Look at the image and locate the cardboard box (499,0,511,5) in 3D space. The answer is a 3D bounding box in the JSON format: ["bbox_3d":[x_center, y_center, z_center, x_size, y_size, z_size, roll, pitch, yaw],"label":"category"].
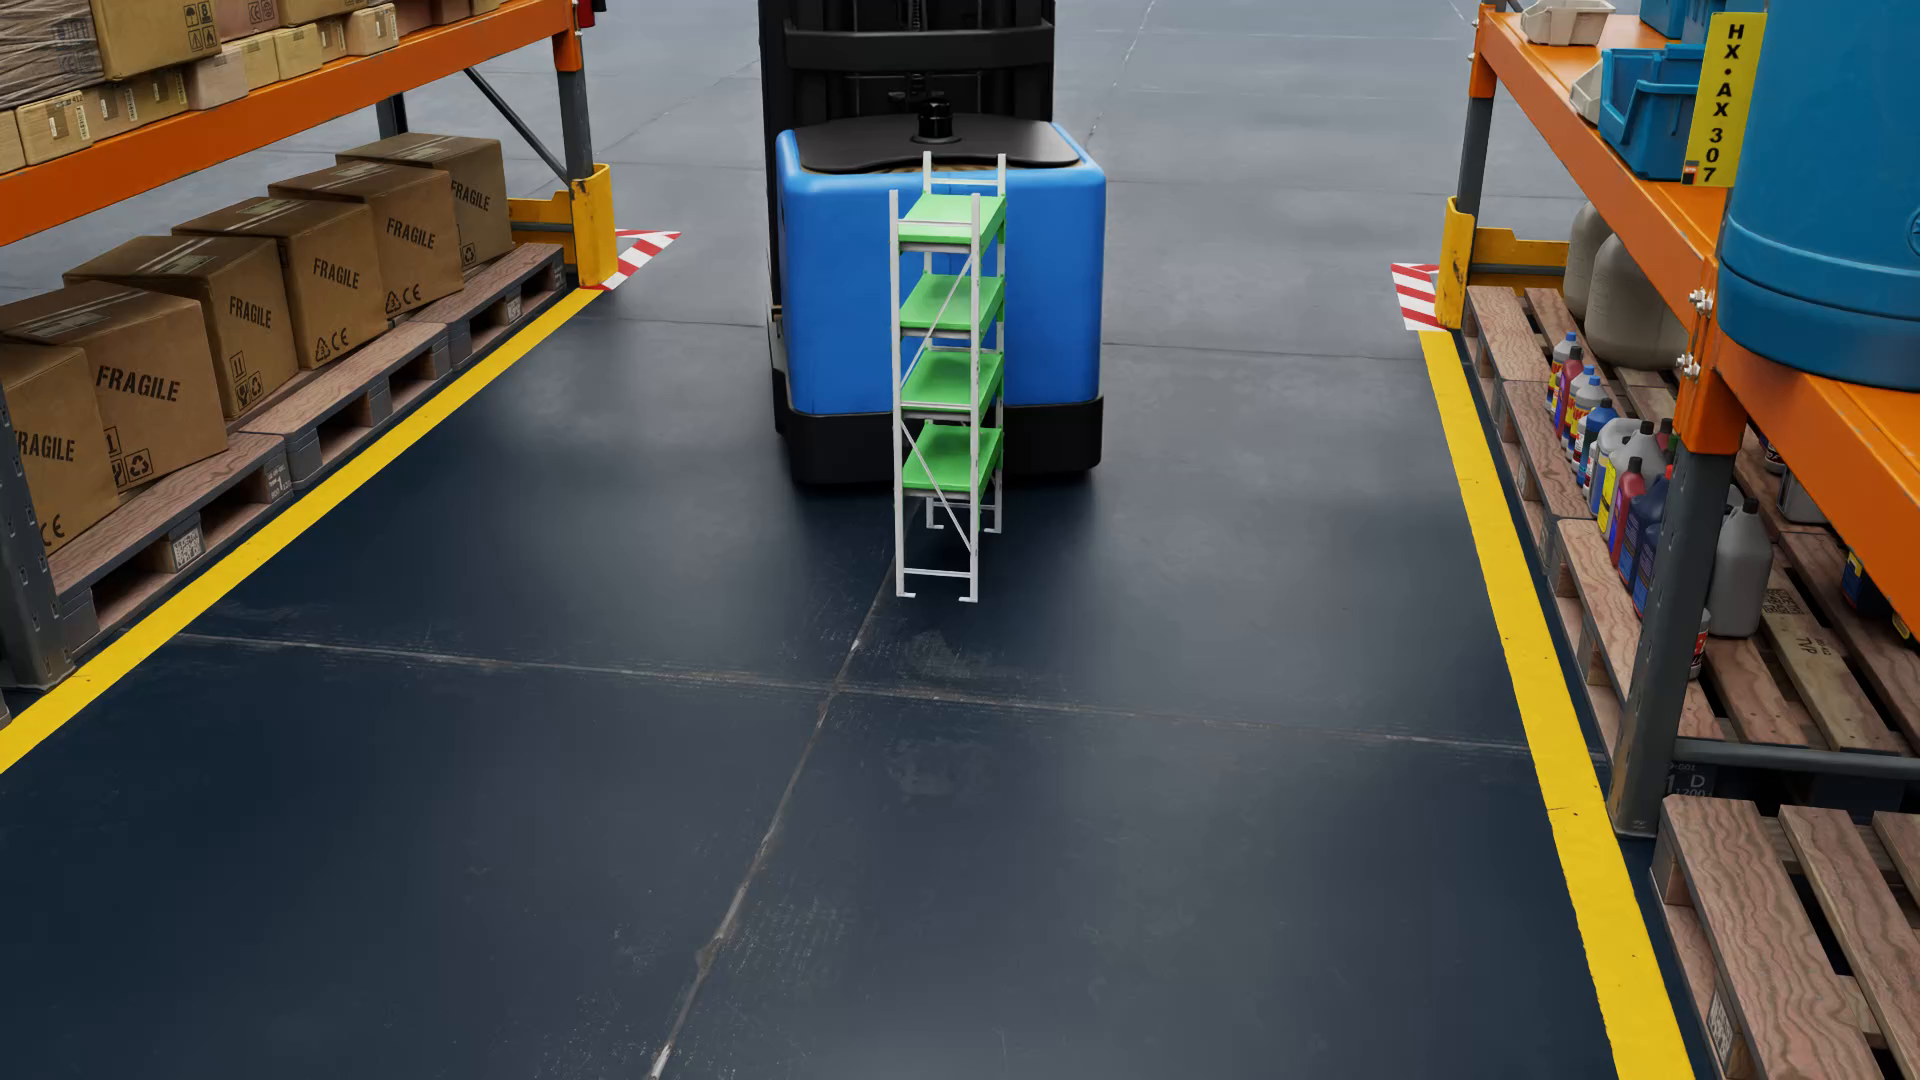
[{"bbox_3d":[-2.118,-2.334,6.994,0.380,0.149,0.250,4,25,9],"label":"cardboard box"}]

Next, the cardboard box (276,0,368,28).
[{"bbox_3d":[-2.531,-2.006,5.528,0.875,0.500,0.500,4,25,9],"label":"cardboard box"}]

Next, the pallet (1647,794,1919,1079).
[{"bbox_3d":[1.909,0.924,3.026,1.003,0.211,1.213,4,25,9],"label":"pallet"}]

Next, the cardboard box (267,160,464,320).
[{"bbox_3d":[-2.416,-1.231,6.796,0.500,0.500,0.500,11,27,22],"label":"cardboard box"}]

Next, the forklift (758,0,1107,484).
[{"bbox_3d":[-0.228,-2.106,6.291,1.130,2.935,3.031,-3,25,-7],"label":"forklift"}]

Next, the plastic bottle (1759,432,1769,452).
[{"bbox_3d":[2.612,-0.417,5.287,0.061,0.283,0.133,4,25,9],"label":"plastic bottle"}]

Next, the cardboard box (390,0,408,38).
[{"bbox_3d":[-2.265,-1.914,6.098,0.380,0.149,0.250,4,25,9],"label":"cardboard box"}]

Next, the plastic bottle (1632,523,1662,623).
[{"bbox_3d":[1.820,0.042,4.229,0.144,0.351,0.185,3,25,7],"label":"plastic bottle"}]

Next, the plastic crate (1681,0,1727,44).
[{"bbox_3d":[2.754,-1.774,5.677,0.499,0.251,0.408,4,25,9],"label":"plastic crate"}]

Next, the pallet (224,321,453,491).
[{"bbox_3d":[-2.615,-0.545,6.165,1.003,0.211,1.213,4,25,9],"label":"pallet"}]

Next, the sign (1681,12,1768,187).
[{"bbox_3d":[1.458,-0.838,3.175,0.100,0.325,0.005,4,25,9],"label":"sign"}]

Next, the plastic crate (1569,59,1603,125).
[{"bbox_3d":[2.015,-1.247,4.686,0.530,0.136,0.437,4,25,9],"label":"plastic crate"}]

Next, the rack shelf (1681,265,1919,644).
[{"bbox_3d":[1.672,0.493,1.508,1.077,0.370,4.000,4,25,9],"label":"rack shelf"}]

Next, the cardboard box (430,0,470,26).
[{"bbox_3d":[-2.164,-2.122,6.542,0.380,0.149,0.250,4,25,9],"label":"cardboard box"}]

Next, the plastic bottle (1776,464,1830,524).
[{"bbox_3d":[2.490,-0.201,4.834,0.152,0.276,0.135,4,25,9],"label":"plastic bottle"}]

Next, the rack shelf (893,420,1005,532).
[{"bbox_3d":[-0.027,-0.199,4.977,0.258,0.148,0.480,4,25,9],"label":"rack shelf"}]

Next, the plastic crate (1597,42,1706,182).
[{"bbox_3d":[1.912,-1.084,4.203,0.499,0.251,0.616,4,25,9],"label":"plastic crate"}]

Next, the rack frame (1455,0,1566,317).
[{"bbox_3d":[2.653,-2.343,6.716,1.000,3.000,0.127,4,25,9],"label":"rack frame"}]

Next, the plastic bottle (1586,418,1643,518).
[{"bbox_3d":[1.935,-0.208,4.849,0.152,0.276,0.135,4,25,9],"label":"plastic bottle"}]

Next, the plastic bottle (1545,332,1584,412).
[{"bbox_3d":[2.049,-0.569,5.628,0.097,0.271,0.097,0,25,0],"label":"plastic bottle"}]

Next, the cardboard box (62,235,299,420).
[{"bbox_3d":[-2.672,-0.741,5.747,0.500,0.500,0.500,2,25,4],"label":"cardboard box"}]

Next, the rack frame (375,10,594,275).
[{"bbox_3d":[-2.234,-2.686,7.449,1.000,3.000,0.127,4,25,9],"label":"rack frame"}]

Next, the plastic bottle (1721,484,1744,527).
[{"bbox_3d":[2.002,-0.005,4.416,0.152,0.276,0.135,4,25,9],"label":"plastic bottle"}]

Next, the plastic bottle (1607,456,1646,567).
[{"bbox_3d":[1.837,-0.079,4.566,0.061,0.283,0.133,6,26,12],"label":"plastic bottle"}]

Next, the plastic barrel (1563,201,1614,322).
[{"bbox_3d":[2.621,-1.125,6.555,0.421,0.512,0.421,0,25,0],"label":"plastic barrel"}]

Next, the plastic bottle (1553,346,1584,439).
[{"bbox_3d":[1.994,-0.481,5.425,0.061,0.283,0.133,4,25,9],"label":"plastic bottle"}]

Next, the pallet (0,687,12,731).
[{"bbox_3d":[-3.013,0.576,3.771,1.003,0.211,1.213,4,25,9],"label":"pallet"}]

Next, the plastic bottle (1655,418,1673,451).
[{"bbox_3d":[2.040,-0.204,4.832,0.061,0.283,0.133,4,25,9],"label":"plastic bottle"}]

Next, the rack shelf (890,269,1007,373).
[{"bbox_3d":[-0.027,-0.634,4.773,0.258,0.148,0.480,4,25,9],"label":"rack shelf"}]

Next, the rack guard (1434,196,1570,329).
[{"bbox_3d":[2.687,-1.175,7.171,1.175,0.500,0.348,4,25,9],"label":"rack guard"}]

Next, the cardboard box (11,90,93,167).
[{"bbox_3d":[-2.502,-1.072,4.298,0.380,0.149,0.250,4,25,9],"label":"cardboard box"}]

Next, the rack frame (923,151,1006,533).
[{"bbox_3d":[0.013,-0.576,5.066,0.240,1.200,0.015,4,25,9],"label":"rack frame"}]

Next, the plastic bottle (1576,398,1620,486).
[{"bbox_3d":[1.944,-0.299,5.051,0.097,0.271,0.097,0,25,0],"label":"plastic bottle"}]

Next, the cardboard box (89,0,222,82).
[{"bbox_3d":[-2.636,-1.583,4.626,0.875,0.500,0.500,4,25,9],"label":"cardboard box"}]

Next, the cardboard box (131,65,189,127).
[{"bbox_3d":[-2.457,-1.283,4.750,0.380,0.149,0.250,4,25,9],"label":"cardboard box"}]

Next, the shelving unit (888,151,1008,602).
[{"bbox_3d":[-0.027,-0.474,4.848,0.258,1.200,0.503,4,25,9],"label":"shelving unit"}]

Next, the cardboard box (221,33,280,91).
[{"bbox_3d":[-2.375,-1.493,5.197,0.380,0.149,0.250,4,25,9],"label":"cardboard box"}]

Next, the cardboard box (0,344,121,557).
[{"bbox_3d":[-2.782,-0.235,4.668,0.500,0.500,0.500,3,25,7],"label":"cardboard box"}]

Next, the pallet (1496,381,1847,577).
[{"bbox_3d":[2.347,-0.196,5.421,1.003,0.211,1.213,4,25,9],"label":"pallet"}]

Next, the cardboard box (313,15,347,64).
[{"bbox_3d":[-2.327,-1.704,5.649,0.380,0.149,0.250,4,25,9],"label":"cardboard box"}]

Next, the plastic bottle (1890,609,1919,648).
[{"bbox_3d":[2.404,0.114,4.153,0.061,0.283,0.133,4,25,9],"label":"plastic bottle"}]

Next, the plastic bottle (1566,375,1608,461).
[{"bbox_3d":[1.977,-0.384,5.232,0.097,0.271,0.097,0,25,0],"label":"plastic bottle"}]

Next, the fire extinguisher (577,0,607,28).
[{"bbox_3d":[-1.760,-2.667,7.500,0.296,0.674,0.183,4,25,9],"label":"fire extinguisher"}]
